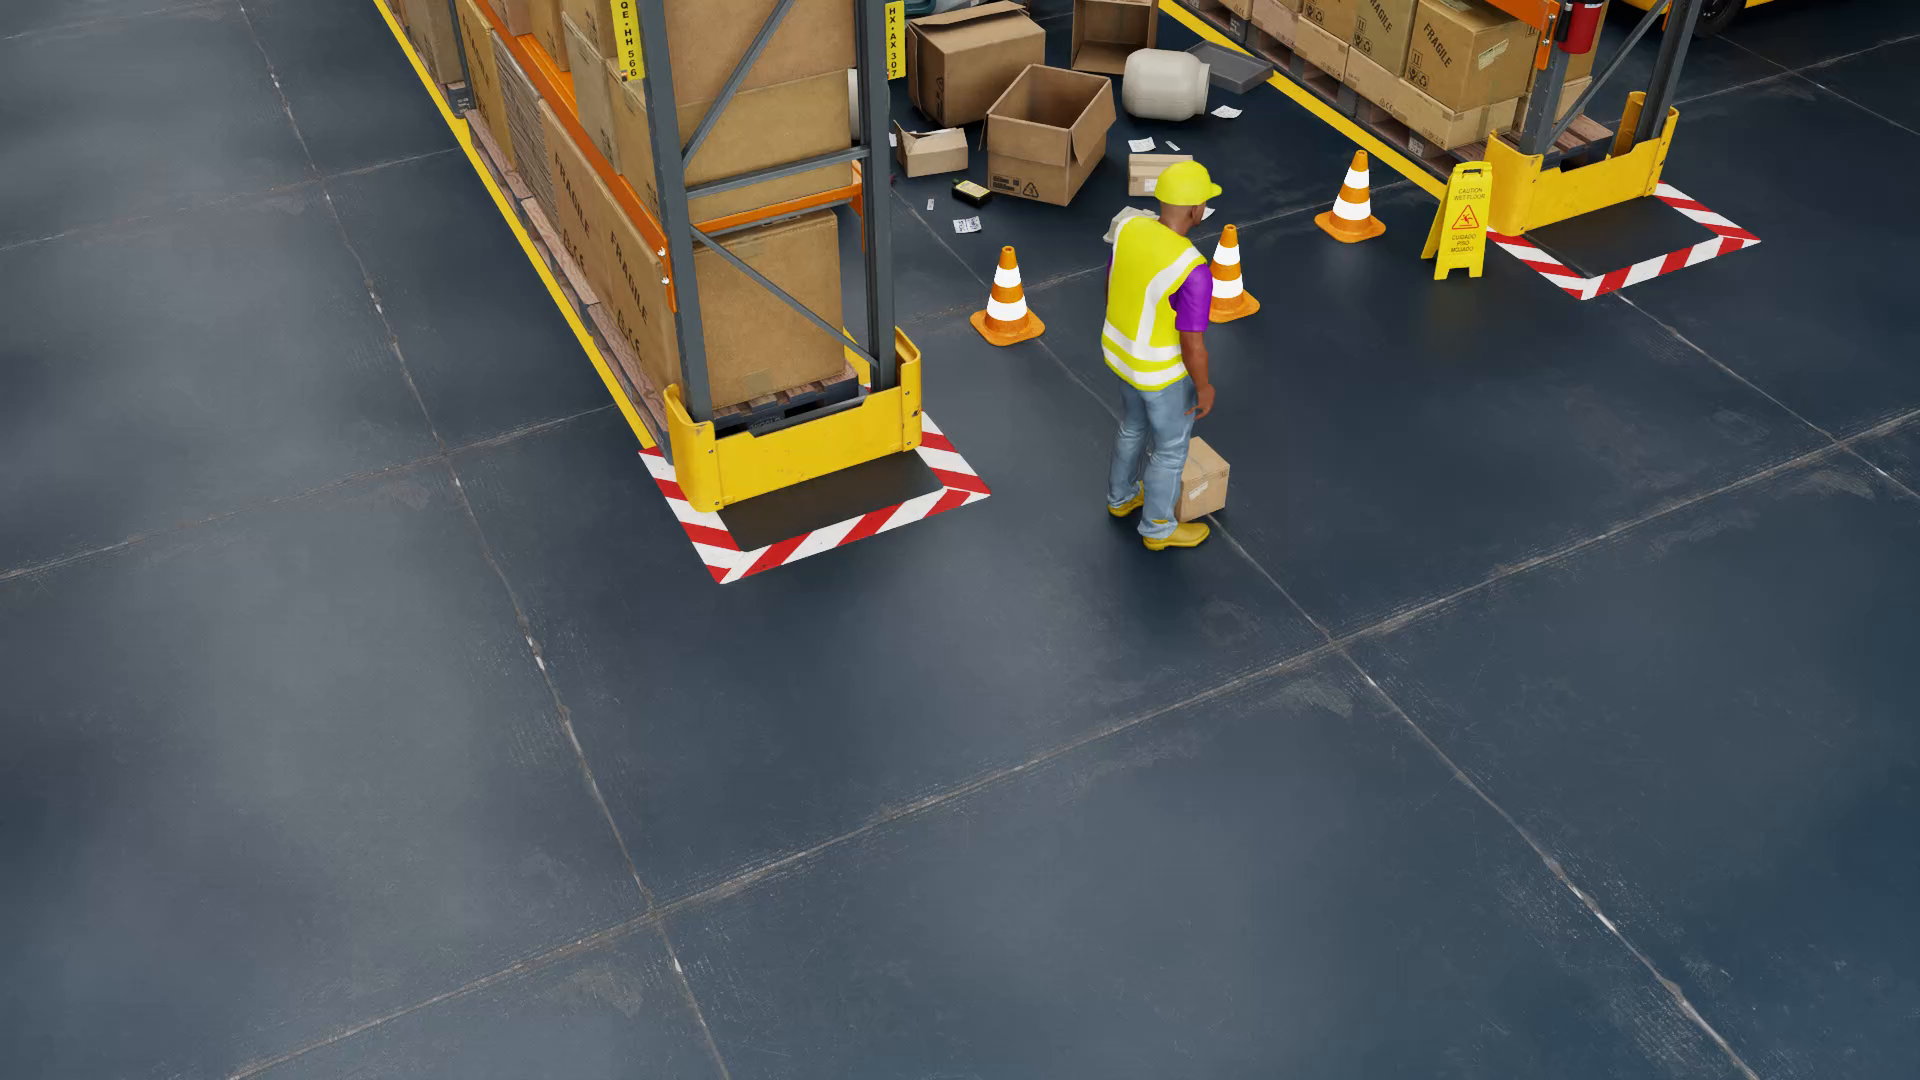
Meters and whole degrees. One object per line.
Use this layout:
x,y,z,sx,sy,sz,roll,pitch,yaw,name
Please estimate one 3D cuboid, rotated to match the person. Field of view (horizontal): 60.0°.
0.844,-0.775,7.036,0.455,1.760,0.635,-21,45,-23,person
